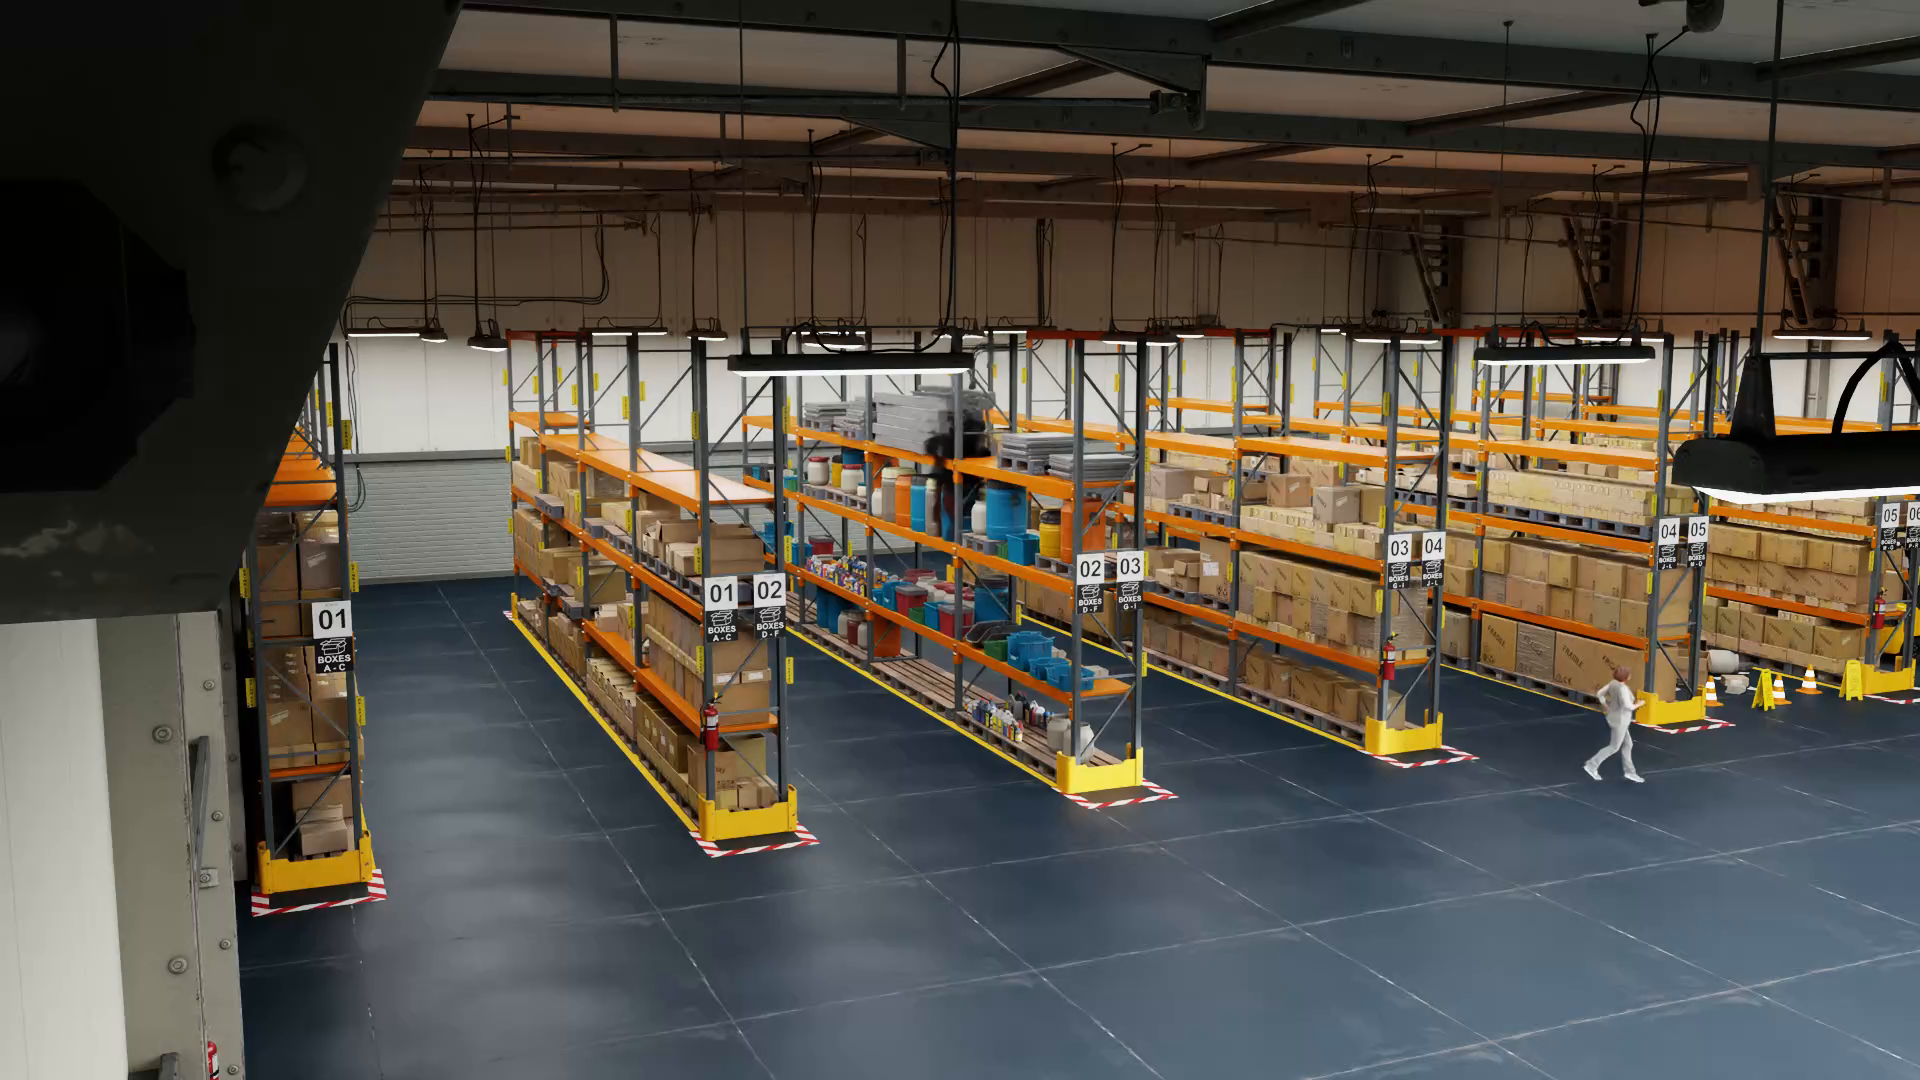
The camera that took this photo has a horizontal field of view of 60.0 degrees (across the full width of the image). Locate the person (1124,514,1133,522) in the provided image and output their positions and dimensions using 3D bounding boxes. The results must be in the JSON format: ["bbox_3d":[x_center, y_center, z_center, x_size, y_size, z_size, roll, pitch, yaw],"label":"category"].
[{"bbox_3d":[4.168,-0.162,41.693,0.776,1.804,0.802,-3,8,-23],"label":"person"}]

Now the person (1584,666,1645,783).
[{"bbox_3d":[8.844,2.482,22.392,0.830,1.609,0.575,0,8,2],"label":"person"}]
